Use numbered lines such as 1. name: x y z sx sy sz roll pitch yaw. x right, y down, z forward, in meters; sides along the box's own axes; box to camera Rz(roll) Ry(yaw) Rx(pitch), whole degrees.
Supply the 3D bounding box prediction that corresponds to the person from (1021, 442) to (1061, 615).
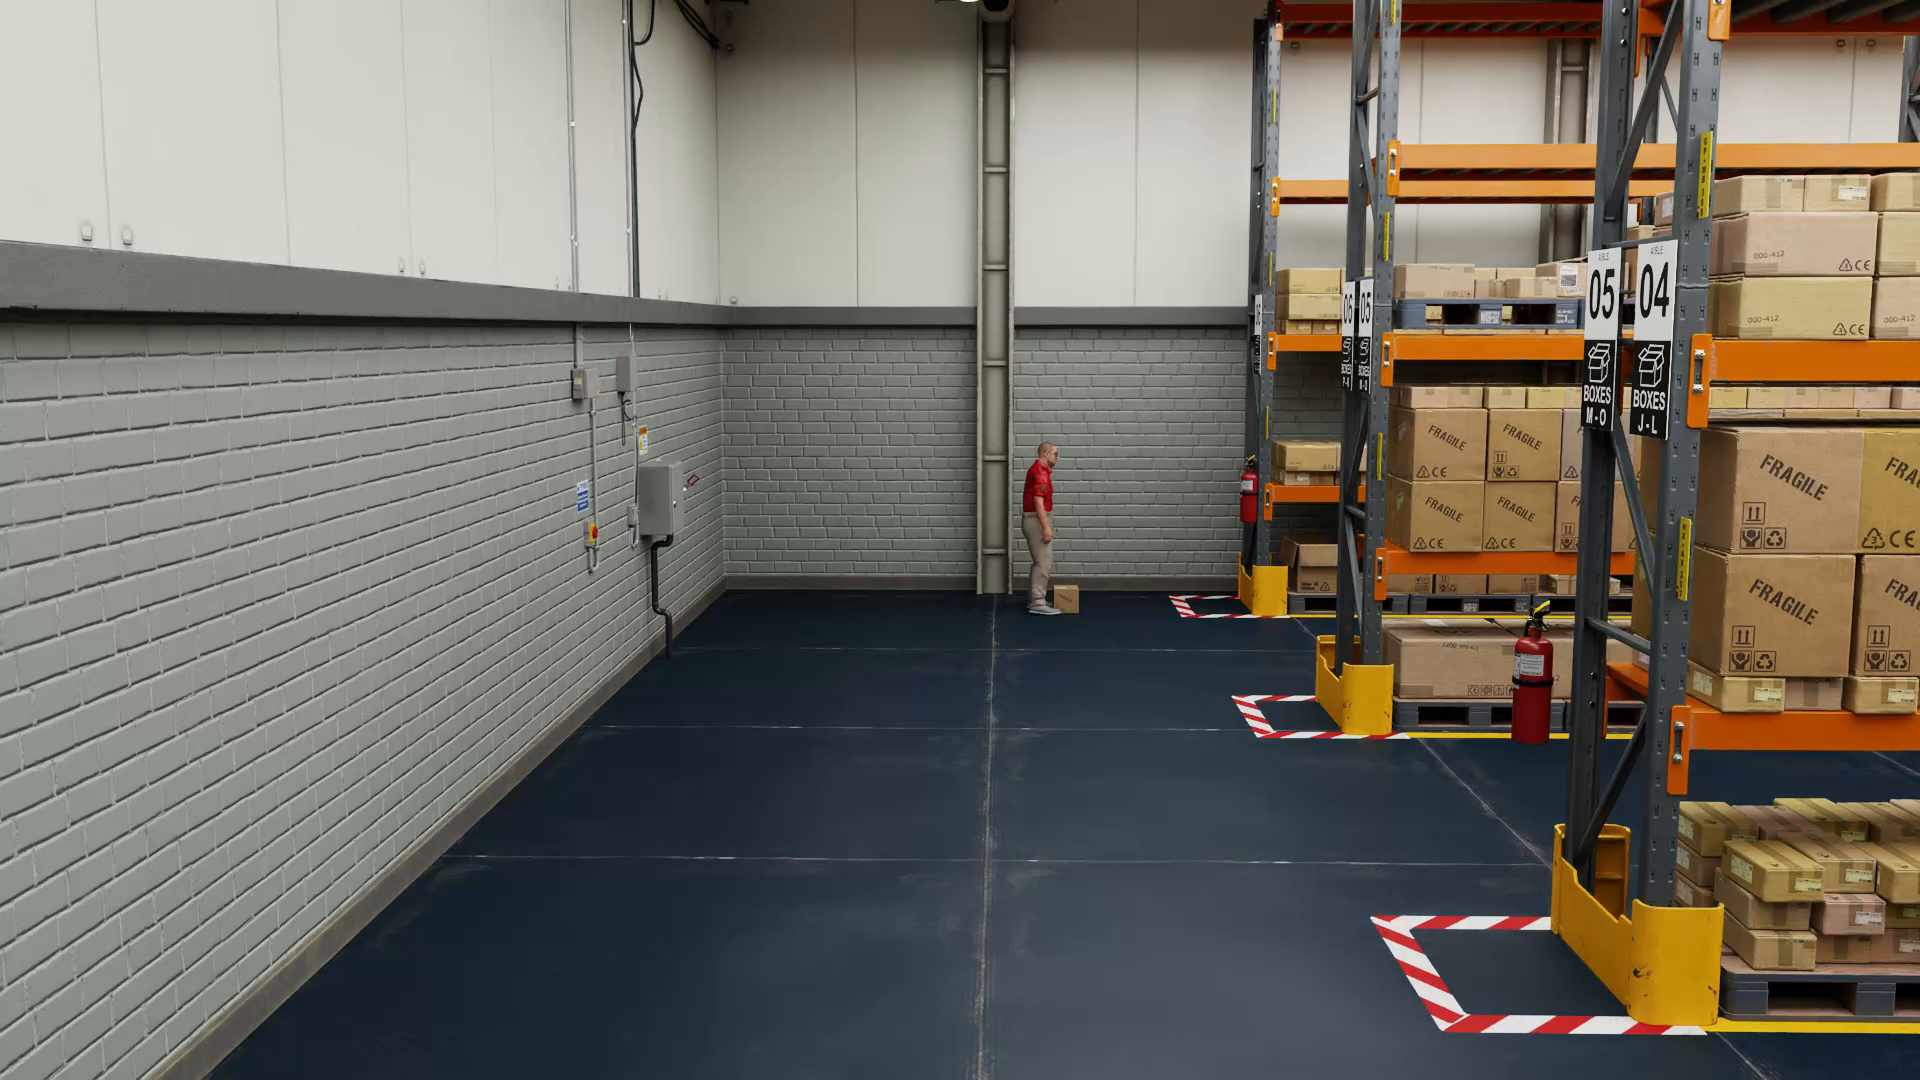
1. person: 0.823 -0.132 16.872 0.390 1.727 0.606 0 7 -2
